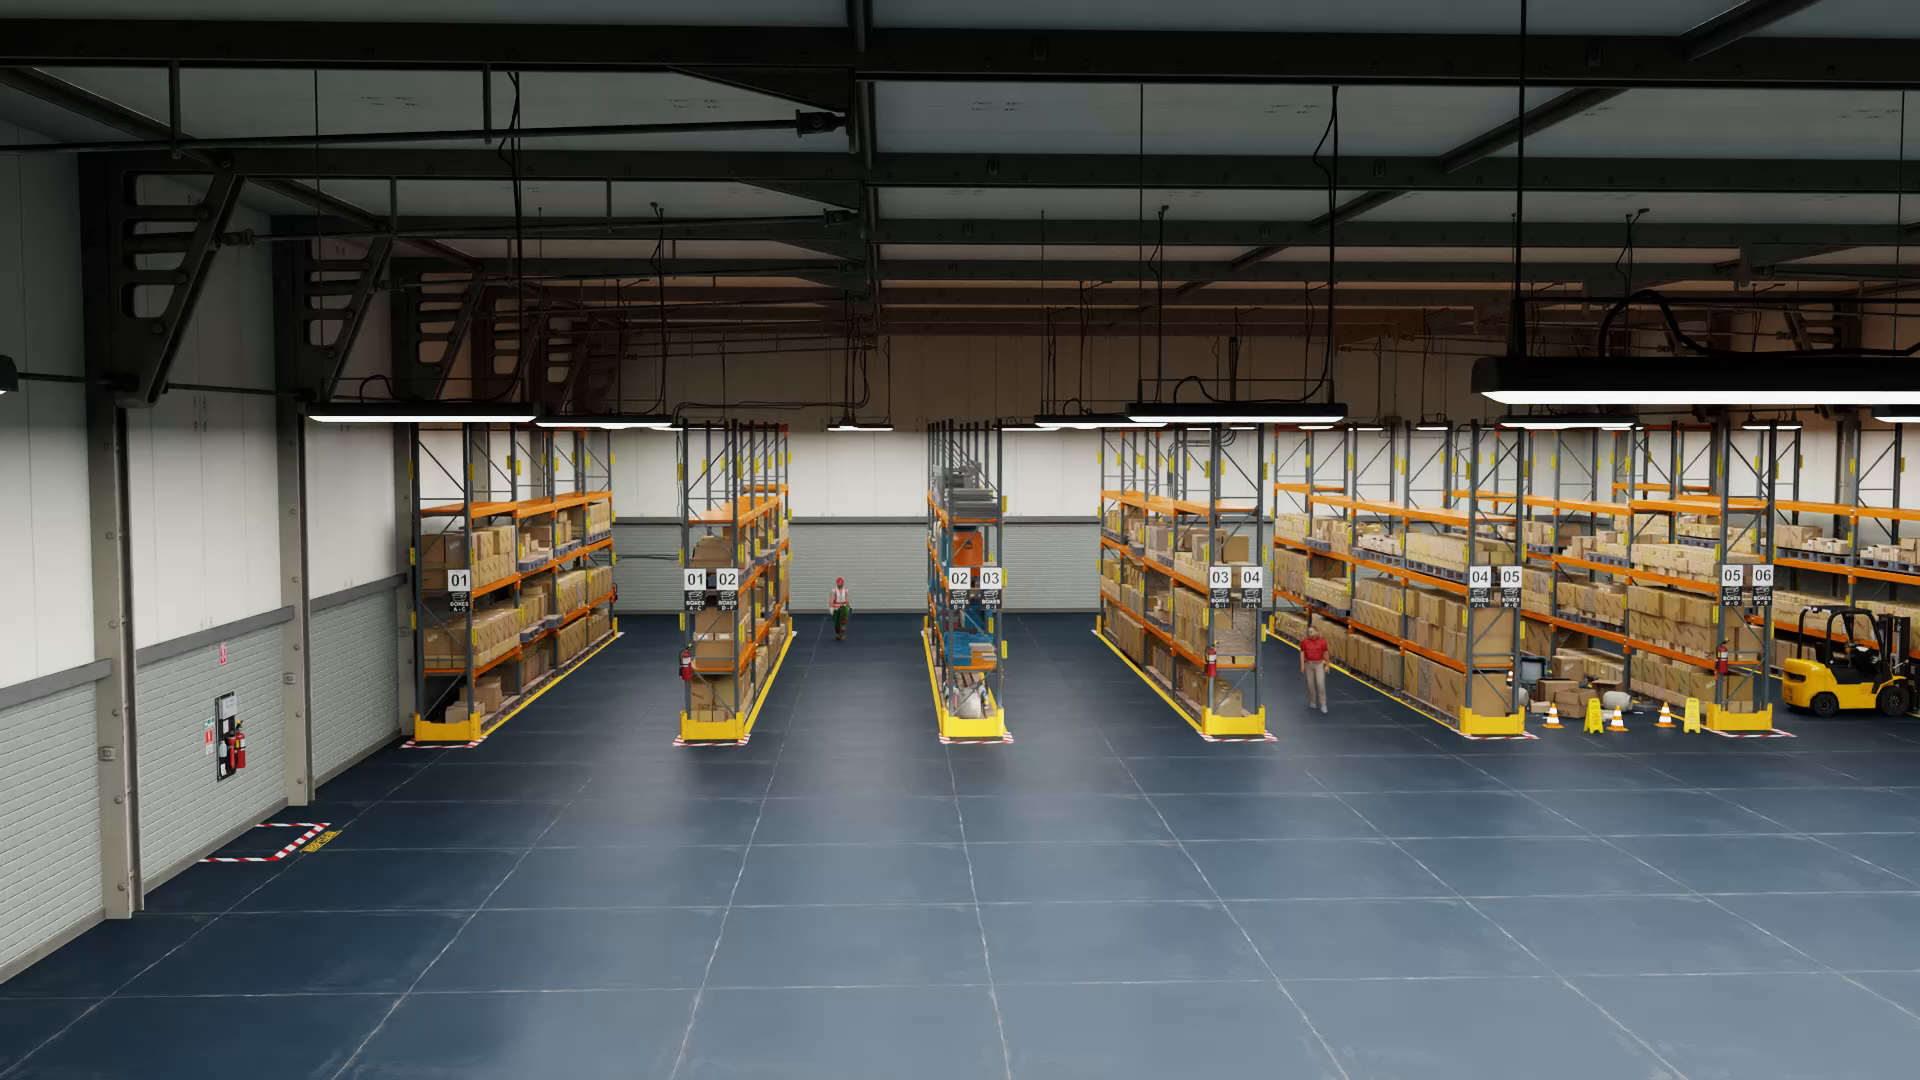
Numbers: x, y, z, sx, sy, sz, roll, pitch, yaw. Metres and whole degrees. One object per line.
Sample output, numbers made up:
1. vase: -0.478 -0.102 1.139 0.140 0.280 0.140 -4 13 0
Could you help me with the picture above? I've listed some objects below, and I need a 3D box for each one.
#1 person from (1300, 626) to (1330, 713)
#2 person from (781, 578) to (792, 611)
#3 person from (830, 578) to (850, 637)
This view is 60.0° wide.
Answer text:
1. person: 7.359 2.656 34.497 0.649 1.732 0.661 2 4 24
2. person: -5.256 1.649 49.462 0.535 1.776 0.605 0 4 0
3. person: -3.315 1.887 45.927 0.578 1.696 1.101 0 4 -6
